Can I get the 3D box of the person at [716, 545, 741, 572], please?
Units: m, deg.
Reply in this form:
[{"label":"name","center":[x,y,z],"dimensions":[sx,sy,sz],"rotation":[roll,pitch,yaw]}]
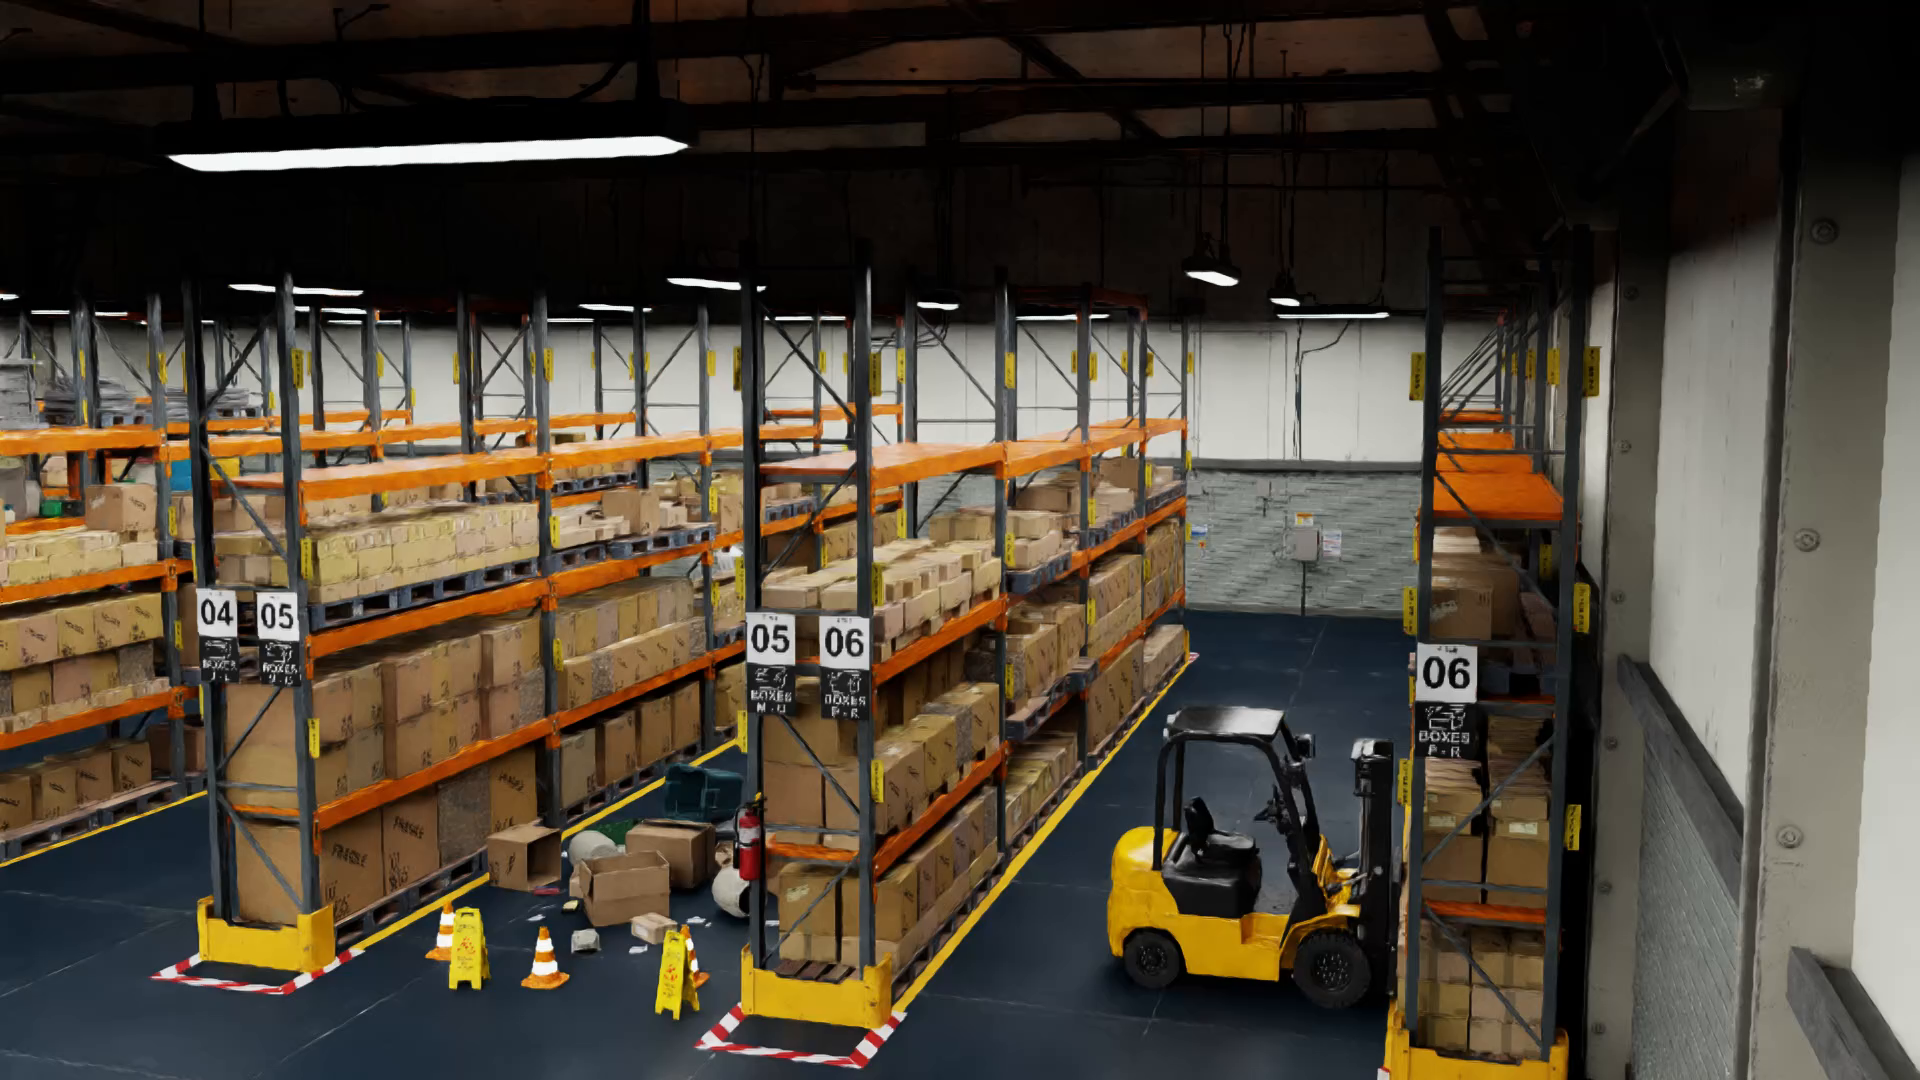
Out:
[{"label":"person","center":[-4.465,0.724,32.112],"dimensions":[0.591,1.716,1.042],"rotation":[2,7,15]}]
